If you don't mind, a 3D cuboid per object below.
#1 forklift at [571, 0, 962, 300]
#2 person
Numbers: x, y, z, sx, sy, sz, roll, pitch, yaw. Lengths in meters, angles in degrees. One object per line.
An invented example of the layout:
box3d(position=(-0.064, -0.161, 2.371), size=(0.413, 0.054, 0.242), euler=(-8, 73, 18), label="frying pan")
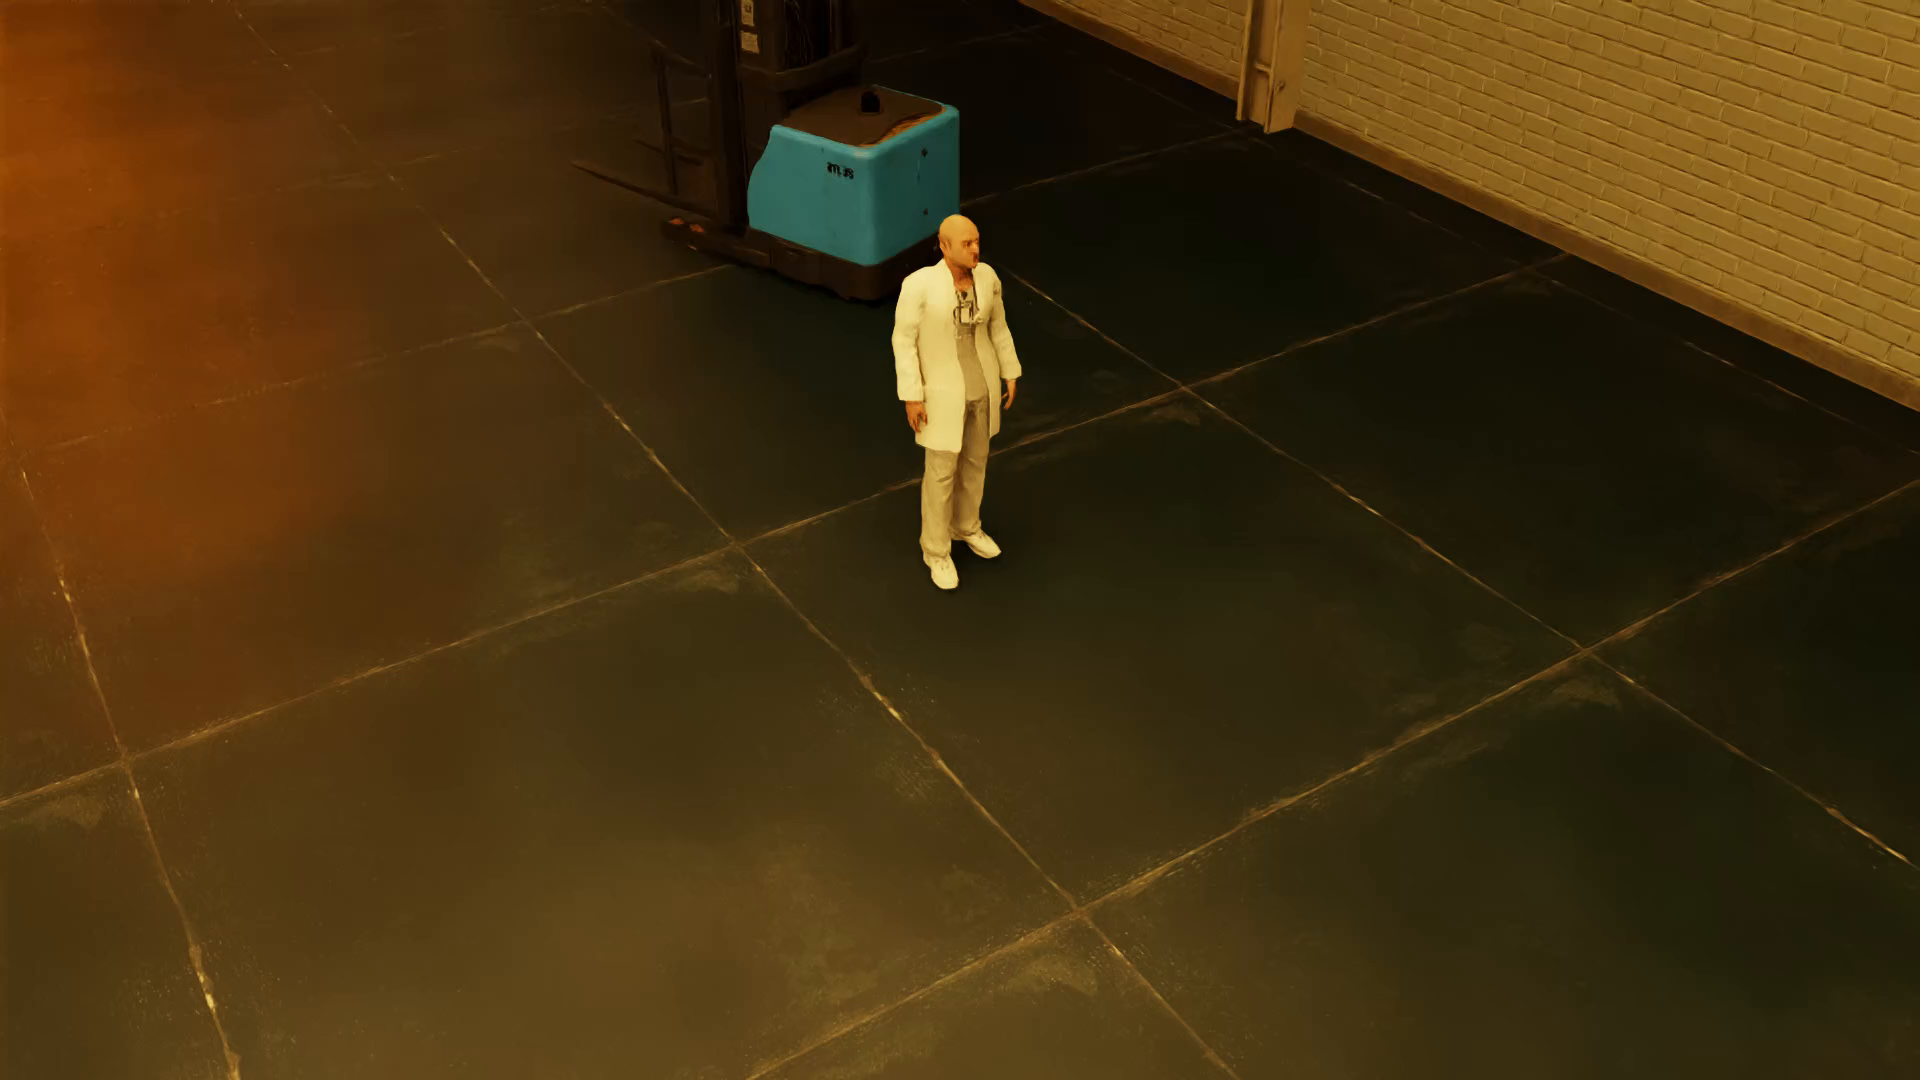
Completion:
box3d(position=(-1.468, -3.435, 11.037), size=(3.031, 2.935, 1.130), euler=(23, 41, 29), label="forklift")
box3d(position=(0.046, -0.688, 8.117), size=(0.694, 1.776, 0.579), euler=(-21, 40, -27), label="person")
